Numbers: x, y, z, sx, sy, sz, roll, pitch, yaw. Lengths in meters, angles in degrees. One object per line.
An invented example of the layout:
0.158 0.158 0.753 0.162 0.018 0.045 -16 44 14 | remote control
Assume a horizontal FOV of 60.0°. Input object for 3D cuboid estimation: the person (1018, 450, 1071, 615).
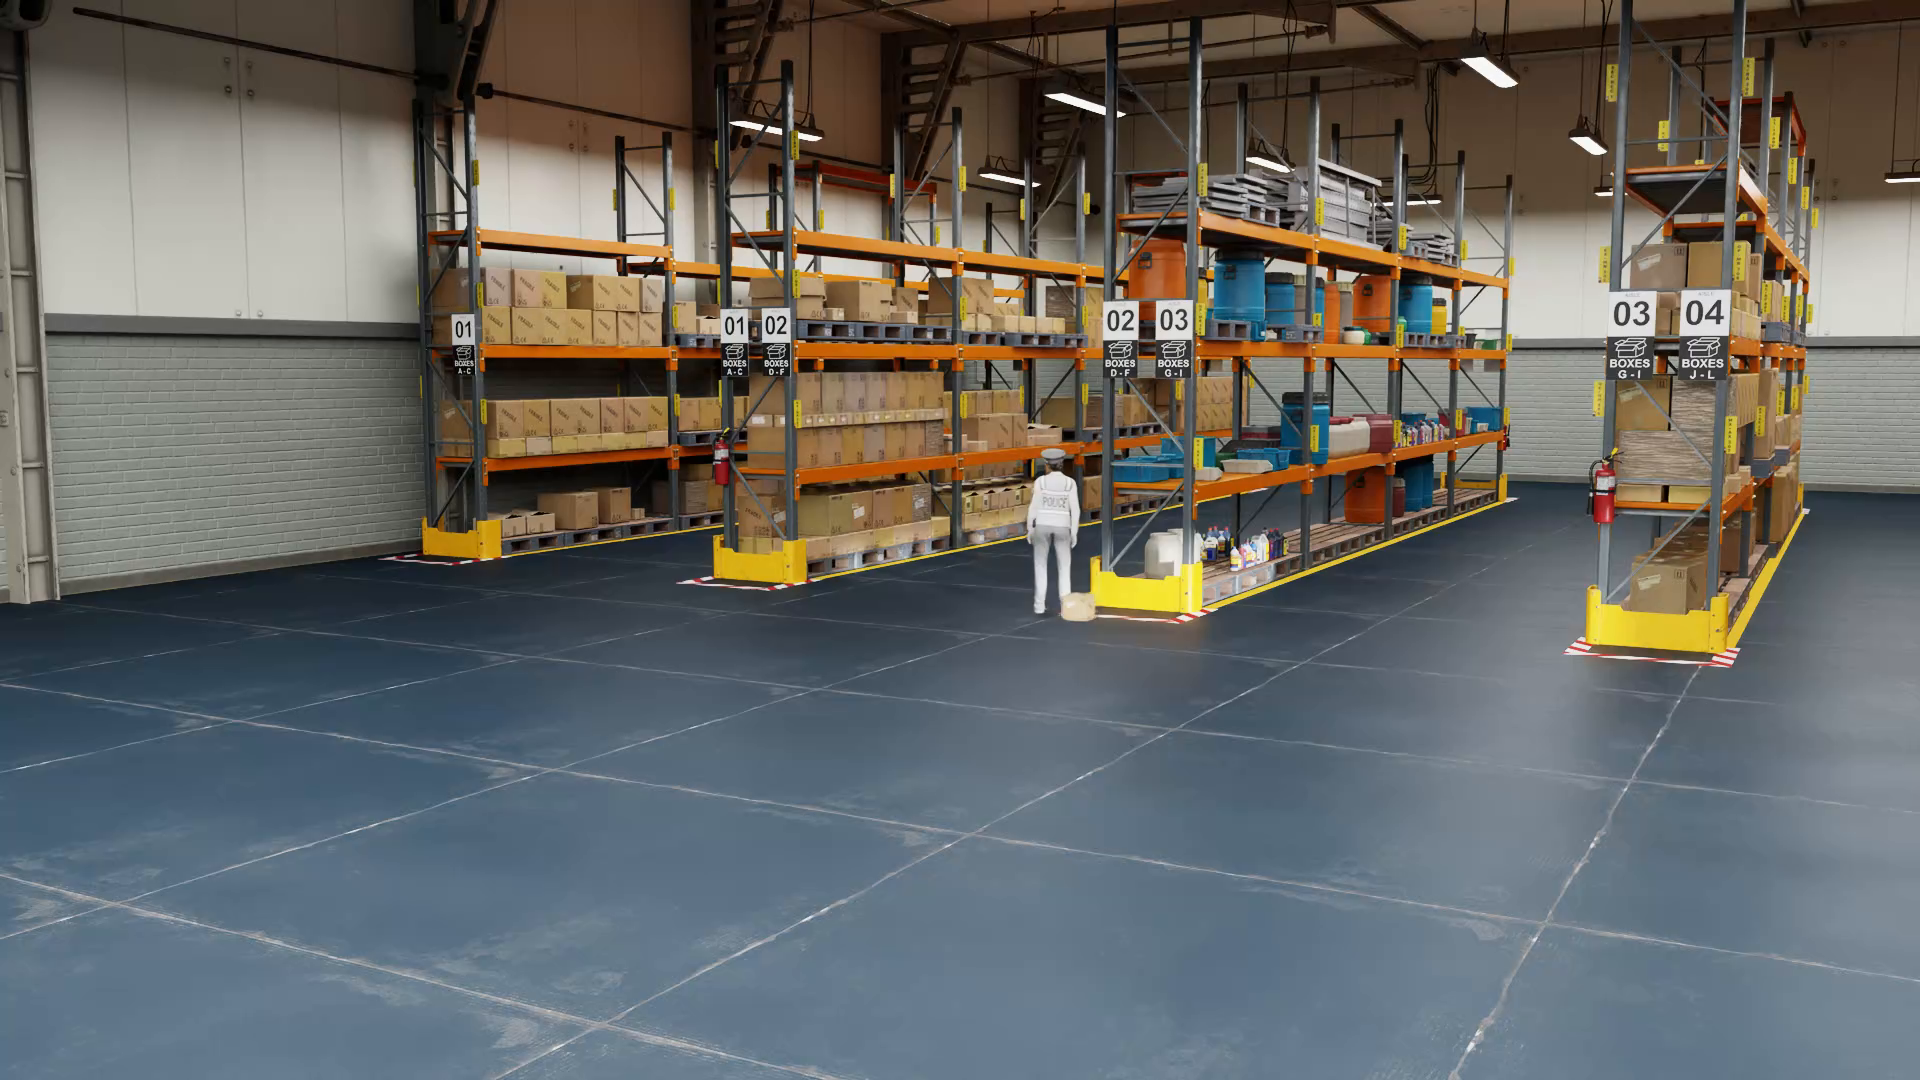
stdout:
0.879 -0.069 16.783 0.521 1.671 0.457 -2 6 -19 | person
